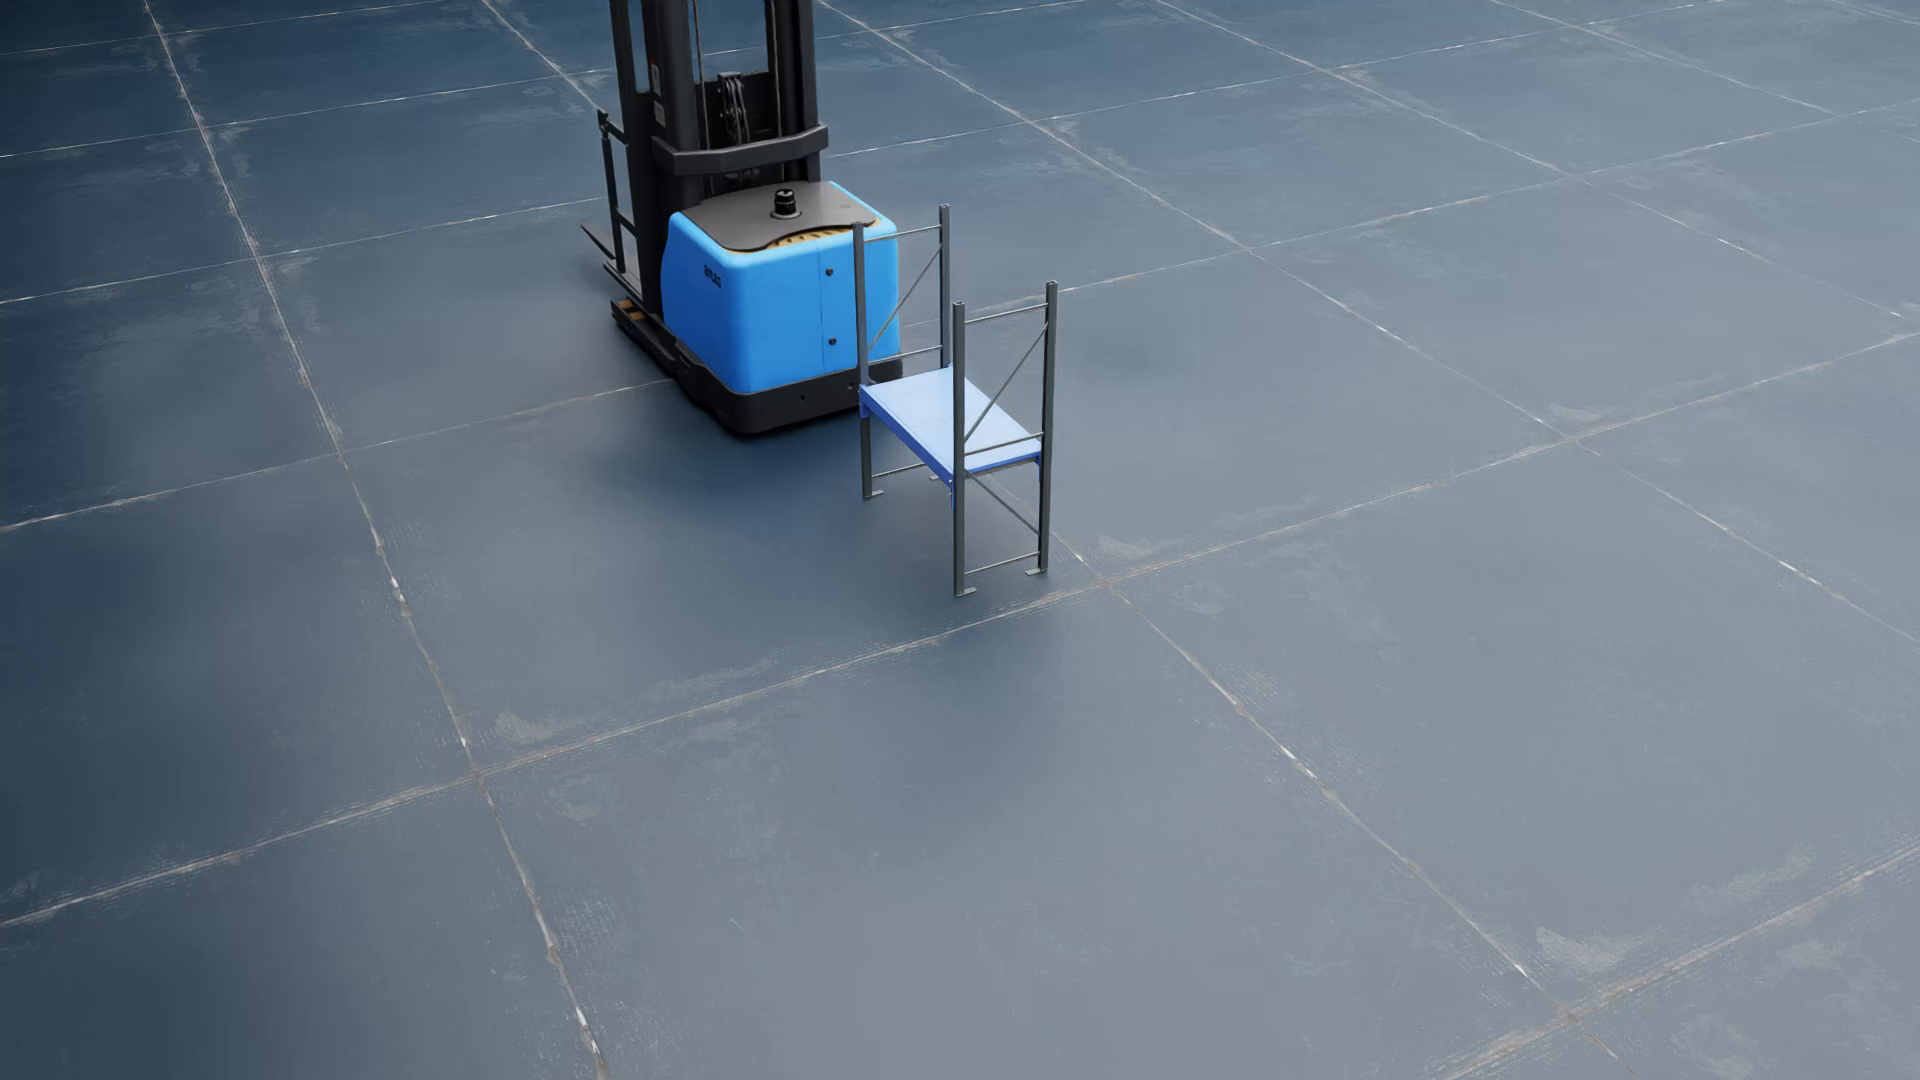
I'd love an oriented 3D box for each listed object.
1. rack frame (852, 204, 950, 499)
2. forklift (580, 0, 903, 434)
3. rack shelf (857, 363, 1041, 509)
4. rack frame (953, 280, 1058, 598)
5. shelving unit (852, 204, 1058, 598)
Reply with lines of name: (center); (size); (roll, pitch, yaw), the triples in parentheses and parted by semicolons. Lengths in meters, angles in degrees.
rack frame: (-0.277, -0.915, 8.288); (0.500, 1.500, 0.032); (-16, 36, -23)
forklift: (-1.501, -2.576, 9.554); (1.130, 2.935, 3.031); (-18, 37, -25)
rack shelf: (-0.040, -0.521, 8.006); (0.538, 0.185, 1.000); (-16, 36, -23)
rack frame: (0.197, -0.430, 7.530); (0.500, 1.500, 0.032); (-16, 36, -23)
shelving unit: (-0.040, -0.672, 7.909); (0.538, 1.500, 1.048); (-16, 36, -23)
